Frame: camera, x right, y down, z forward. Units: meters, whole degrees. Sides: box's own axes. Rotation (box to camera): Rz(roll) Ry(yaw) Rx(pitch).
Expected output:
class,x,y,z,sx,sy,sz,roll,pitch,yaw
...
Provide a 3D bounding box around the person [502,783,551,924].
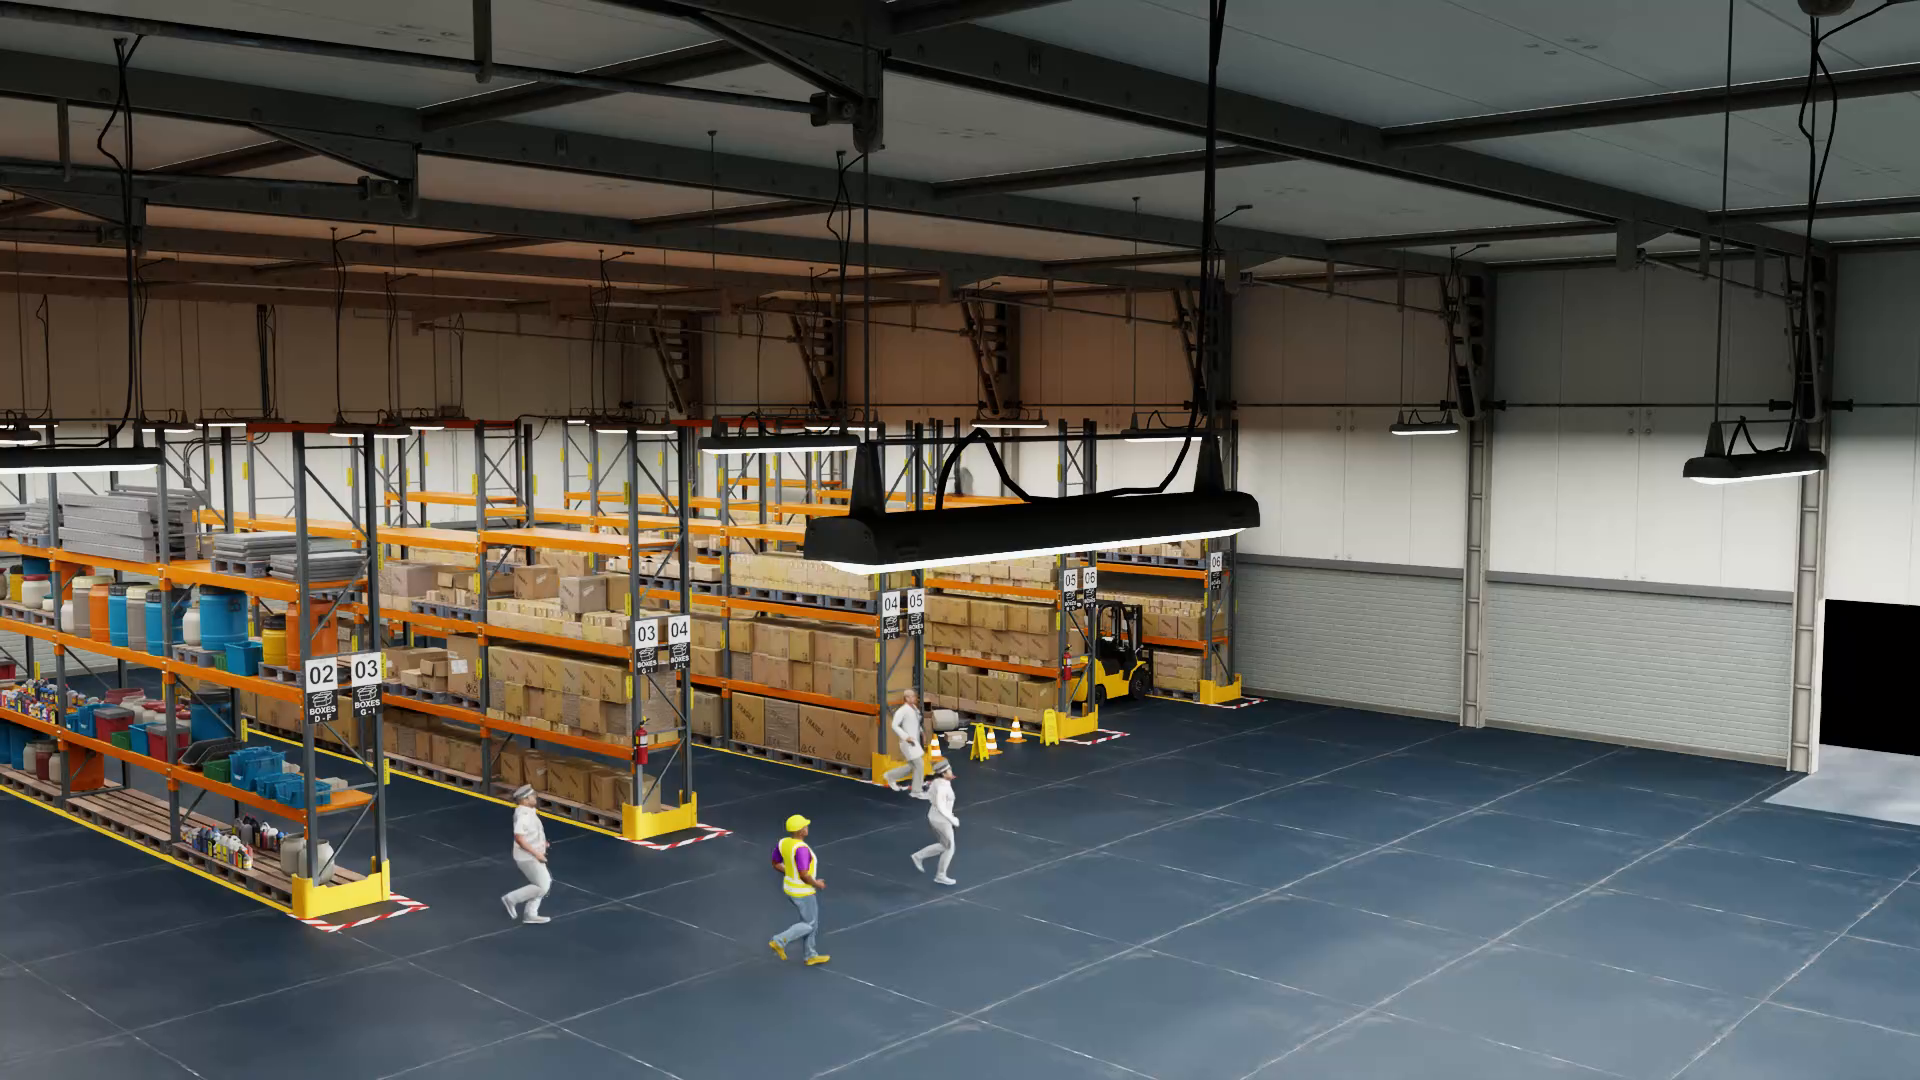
class,x,y,z,sx,sy,sz,roll,pitch,yaw
person,-5.274,3.818,20.193,0.604,1.740,0.674,-2,5,-19

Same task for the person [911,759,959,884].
class,x,y,z,sx,sy,sz,roll,pitch,yaw
person,-0.342,3.716,21.951,0.621,1.681,0.626,-1,5,-12

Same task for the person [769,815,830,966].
class,x,y,z,sx,sy,sz,roll,pitch,yaw
person,-1.821,3.937,18.640,0.782,1.735,0.718,-3,5,-32

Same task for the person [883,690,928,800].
class,x,y,z,sx,sy,sz,roll,pitch,yaw
person,-0.855,3.273,26.751,0.861,1.753,0.729,1,5,17
